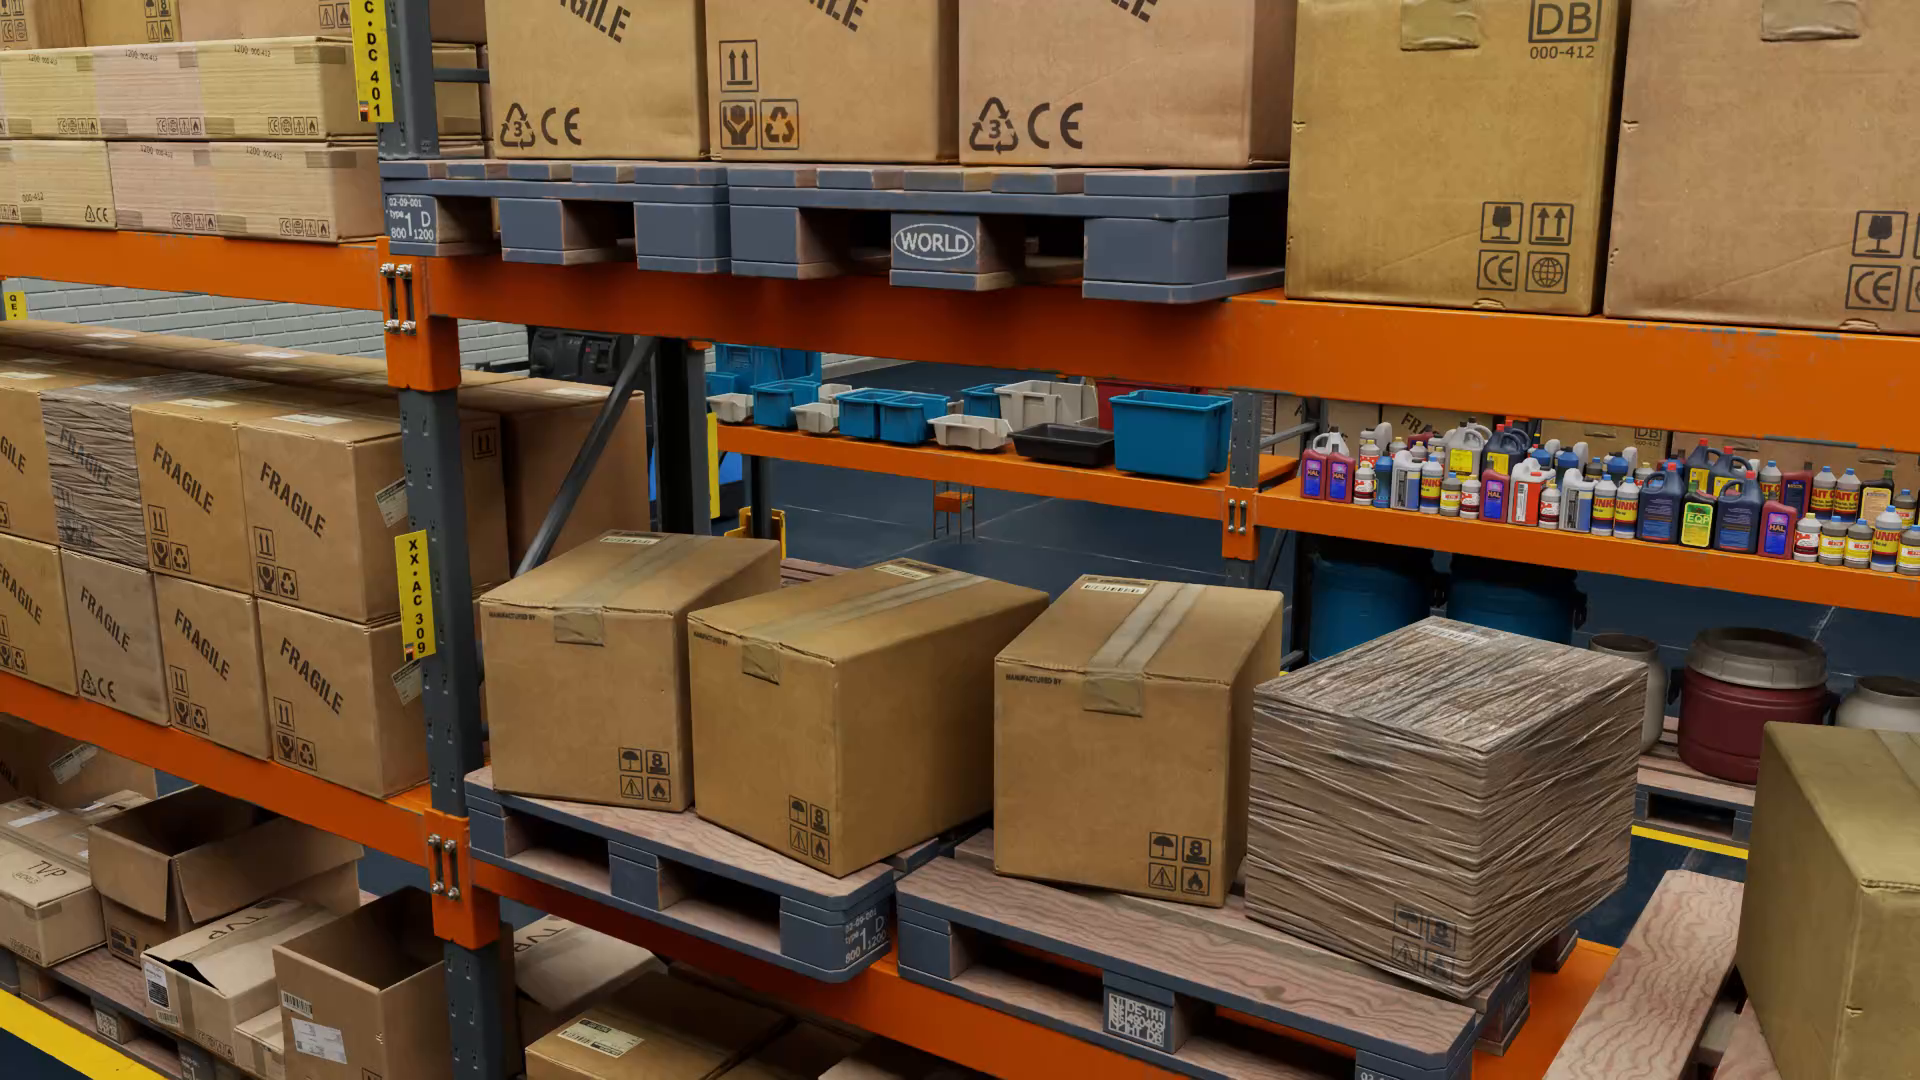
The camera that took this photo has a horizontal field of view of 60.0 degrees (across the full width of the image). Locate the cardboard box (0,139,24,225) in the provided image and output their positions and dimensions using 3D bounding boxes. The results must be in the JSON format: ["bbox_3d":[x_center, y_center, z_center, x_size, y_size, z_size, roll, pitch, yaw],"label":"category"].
[{"bbox_3d":[-2.871,-1.146,5.279,0.500,0.250,0.500,9,17,33],"label":"cardboard box"}]

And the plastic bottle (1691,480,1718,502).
[{"bbox_3d":[3.256,-0.119,7.305,0.133,0.283,0.061,9,17,33],"label":"plastic bottle"}]

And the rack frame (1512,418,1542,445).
[{"bbox_3d":[4.453,-1.523,12.732,0.127,3.000,1.000,9,17,33],"label":"rack frame"}]

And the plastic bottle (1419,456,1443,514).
[{"bbox_3d":[2.245,-0.264,7.917,0.097,0.271,0.097,0,14,0],"label":"plastic bottle"}]

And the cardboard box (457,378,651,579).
[{"bbox_3d":[-1.313,-0.201,5.104,0.500,0.500,0.500,10,17,34],"label":"cardboard box"}]

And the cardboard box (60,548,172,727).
[{"bbox_3d":[-2.493,0.250,5.361,0.500,0.500,0.500,10,17,34],"label":"cardboard box"}]

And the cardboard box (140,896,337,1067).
[{"bbox_3d":[-2.332,1.423,5.511,0.500,0.311,0.500,9,17,33],"label":"cardboard box"}]

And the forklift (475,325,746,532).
[{"bbox_3d":[-3.050,-1.413,12.432,1.130,2.935,3.031,10,17,36],"label":"forklift"}]

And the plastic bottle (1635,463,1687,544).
[{"bbox_3d":[3.113,-0.169,7.368,0.185,0.351,0.144,9,17,33],"label":"plastic bottle"}]

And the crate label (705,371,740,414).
[{"bbox_3d":[-1.609,-0.921,10.523,0.303,0.233,0.416,9,17,33],"label":"crate label"}]

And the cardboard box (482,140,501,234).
[{"bbox_3d":[-1.344,-1.046,4.875,0.500,0.250,0.500,9,17,33],"label":"cardboard box"}]

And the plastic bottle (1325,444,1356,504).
[{"bbox_3d":[1.866,-0.326,8.142,0.133,0.283,0.061,9,17,33],"label":"plastic bottle"}]

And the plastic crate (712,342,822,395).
[{"bbox_3d":[-1.248,-1.110,10.867,0.499,0.435,0.616,9,17,33],"label":"plastic crate"}]

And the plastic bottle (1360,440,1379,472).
[{"bbox_3d":[2.142,-0.423,8.702,0.097,0.201,0.097,0,14,0],"label":"plastic bottle"}]

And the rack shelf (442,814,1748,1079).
[{"bbox_3d":[0.581,1.070,3.757,4.000,0.370,1.077,9,17,33],"label":"rack shelf"}]

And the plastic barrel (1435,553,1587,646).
[{"bbox_3d":[2.718,0.451,8.252,0.708,0.901,0.600,9,17,33],"label":"plastic barrel"}]

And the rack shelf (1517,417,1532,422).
[{"bbox_3d":[6.113,-0.905,11.735,4.000,0.370,1.077,9,17,33],"label":"rack shelf"}]

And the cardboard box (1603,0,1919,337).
[{"bbox_3d":[1.436,-0.636,2.701,0.500,0.500,0.910,9,17,33],"label":"cardboard box"}]

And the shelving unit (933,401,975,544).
[{"bbox_3d":[-0.044,-0.517,12.726,0.252,1.050,0.215,9,17,33],"label":"shelving unit"}]

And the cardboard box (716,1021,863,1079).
[{"bbox_3d":[-0.365,1.635,4.264,0.500,0.500,0.500,9,17,34],"label":"cardboard box"}]

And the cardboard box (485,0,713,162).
[{"bbox_3d":[-0.702,-1.223,3.987,0.600,0.600,0.600,7,16,28],"label":"cardboard box"}]

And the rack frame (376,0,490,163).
[{"bbox_3d":[-1.079,-2.460,4.034,0.127,3.000,1.000,9,17,33],"label":"rack frame"}]

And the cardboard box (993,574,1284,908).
[{"bbox_3d":[0.422,0.424,3.785,0.500,0.500,0.700,5,15,19],"label":"cardboard box"}]

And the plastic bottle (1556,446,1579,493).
[{"bbox_3d":[2.975,-0.322,8.150,0.097,0.271,0.097,0,14,0],"label":"plastic bottle"}]

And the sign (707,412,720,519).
[{"bbox_3d":[-0.772,-0.221,5.064,0.005,0.325,0.100,9,17,33],"label":"sign"}]

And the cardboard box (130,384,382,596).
[{"bbox_3d":[-2.069,-0.166,4.963,0.500,0.500,0.500,9,16,32],"label":"cardboard box"}]

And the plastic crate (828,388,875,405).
[{"bbox_3d":[-0.620,-0.858,10.469,0.243,0.136,0.396,9,17,33],"label":"plastic crate"}]

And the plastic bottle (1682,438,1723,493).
[{"bbox_3d":[3.548,-0.305,7.917,0.185,0.351,0.144,9,17,33],"label":"plastic bottle"}]

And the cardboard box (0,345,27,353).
[{"bbox_3d":[-3.739,-0.438,6.060,0.500,0.500,0.500,9,17,33],"label":"cardboard box"}]

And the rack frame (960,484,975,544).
[{"bbox_3d":[0.057,-0.500,12.660,0.008,1.050,0.200,9,17,33],"label":"rack frame"}]

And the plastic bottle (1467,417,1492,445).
[{"bbox_3d":[2.634,-0.453,8.514,0.185,0.351,0.144,9,17,33],"label":"plastic bottle"}]

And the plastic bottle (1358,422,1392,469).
[{"bbox_3d":[2.196,-0.486,8.804,0.135,0.276,0.152,9,17,33],"label":"plastic bottle"}]

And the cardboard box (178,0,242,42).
[{"bbox_3d":[-1.839,-1.691,4.880,0.500,0.500,0.700,9,17,33],"label":"cardboard box"}]

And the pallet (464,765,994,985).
[{"bbox_3d":[-0.477,0.674,4.257,1.213,0.211,1.003,9,17,33],"label":"pallet"}]

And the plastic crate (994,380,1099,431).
[{"bbox_3d":[0.525,-0.748,9.725,0.530,0.282,0.437,9,17,33],"label":"plastic crate"}]

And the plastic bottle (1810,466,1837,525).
[{"bbox_3d":[3.982,-0.204,7.671,0.097,0.271,0.097,0,14,0],"label":"plastic bottle"}]

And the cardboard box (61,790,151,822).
[{"bbox_3d":[-3.523,1.173,6.821,0.250,0.166,0.380,9,17,33],"label":"cardboard box"}]

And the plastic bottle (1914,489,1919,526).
[{"bbox_3d":[4.360,-0.154,7.444,0.133,0.283,0.061,9,17,33],"label":"plastic bottle"}]

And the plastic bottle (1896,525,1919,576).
[{"bbox_3d":[3.915,0.039,6.835,0.097,0.201,0.097,0,14,0],"label":"plastic bottle"}]

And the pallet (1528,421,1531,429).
[{"bbox_3d":[5.712,-1.391,18.003,1.213,0.211,1.003,9,17,33],"label":"pallet"}]

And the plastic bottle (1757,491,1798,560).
[{"bbox_3d":[3.486,-0.064,7.084,0.133,0.283,0.061,9,17,33],"label":"plastic bottle"}]

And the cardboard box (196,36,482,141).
[{"bbox_3d":[-1.634,-1.185,4.397,0.500,0.250,0.500,9,17,33],"label":"cardboard box"}]

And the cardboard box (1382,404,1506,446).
[{"bbox_3d":[3.950,-0.800,13.359,0.875,0.875,0.875,9,17,33],"label":"cardboard box"}]

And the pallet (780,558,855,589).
[{"bbox_3d":[-0.968,0.400,10.766,1.213,0.211,1.003,9,17,33],"label":"pallet"}]

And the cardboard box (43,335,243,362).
[{"bbox_3d":[-3.023,-0.477,6.220,0.500,0.500,0.500,10,17,34],"label":"cardboard box"}]

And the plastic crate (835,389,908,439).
[{"bbox_3d":[-0.517,-0.744,9.810,0.300,0.233,0.416,9,17,33],"label":"plastic crate"}]

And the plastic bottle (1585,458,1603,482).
[{"bbox_3d":[3.141,-0.305,8.228,0.097,0.201,0.097,0,14,0],"label":"plastic bottle"}]

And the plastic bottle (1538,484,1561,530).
[{"bbox_3d":[2.710,-0.155,7.622,0.097,0.201,0.097,0,14,0],"label":"plastic bottle"}]
